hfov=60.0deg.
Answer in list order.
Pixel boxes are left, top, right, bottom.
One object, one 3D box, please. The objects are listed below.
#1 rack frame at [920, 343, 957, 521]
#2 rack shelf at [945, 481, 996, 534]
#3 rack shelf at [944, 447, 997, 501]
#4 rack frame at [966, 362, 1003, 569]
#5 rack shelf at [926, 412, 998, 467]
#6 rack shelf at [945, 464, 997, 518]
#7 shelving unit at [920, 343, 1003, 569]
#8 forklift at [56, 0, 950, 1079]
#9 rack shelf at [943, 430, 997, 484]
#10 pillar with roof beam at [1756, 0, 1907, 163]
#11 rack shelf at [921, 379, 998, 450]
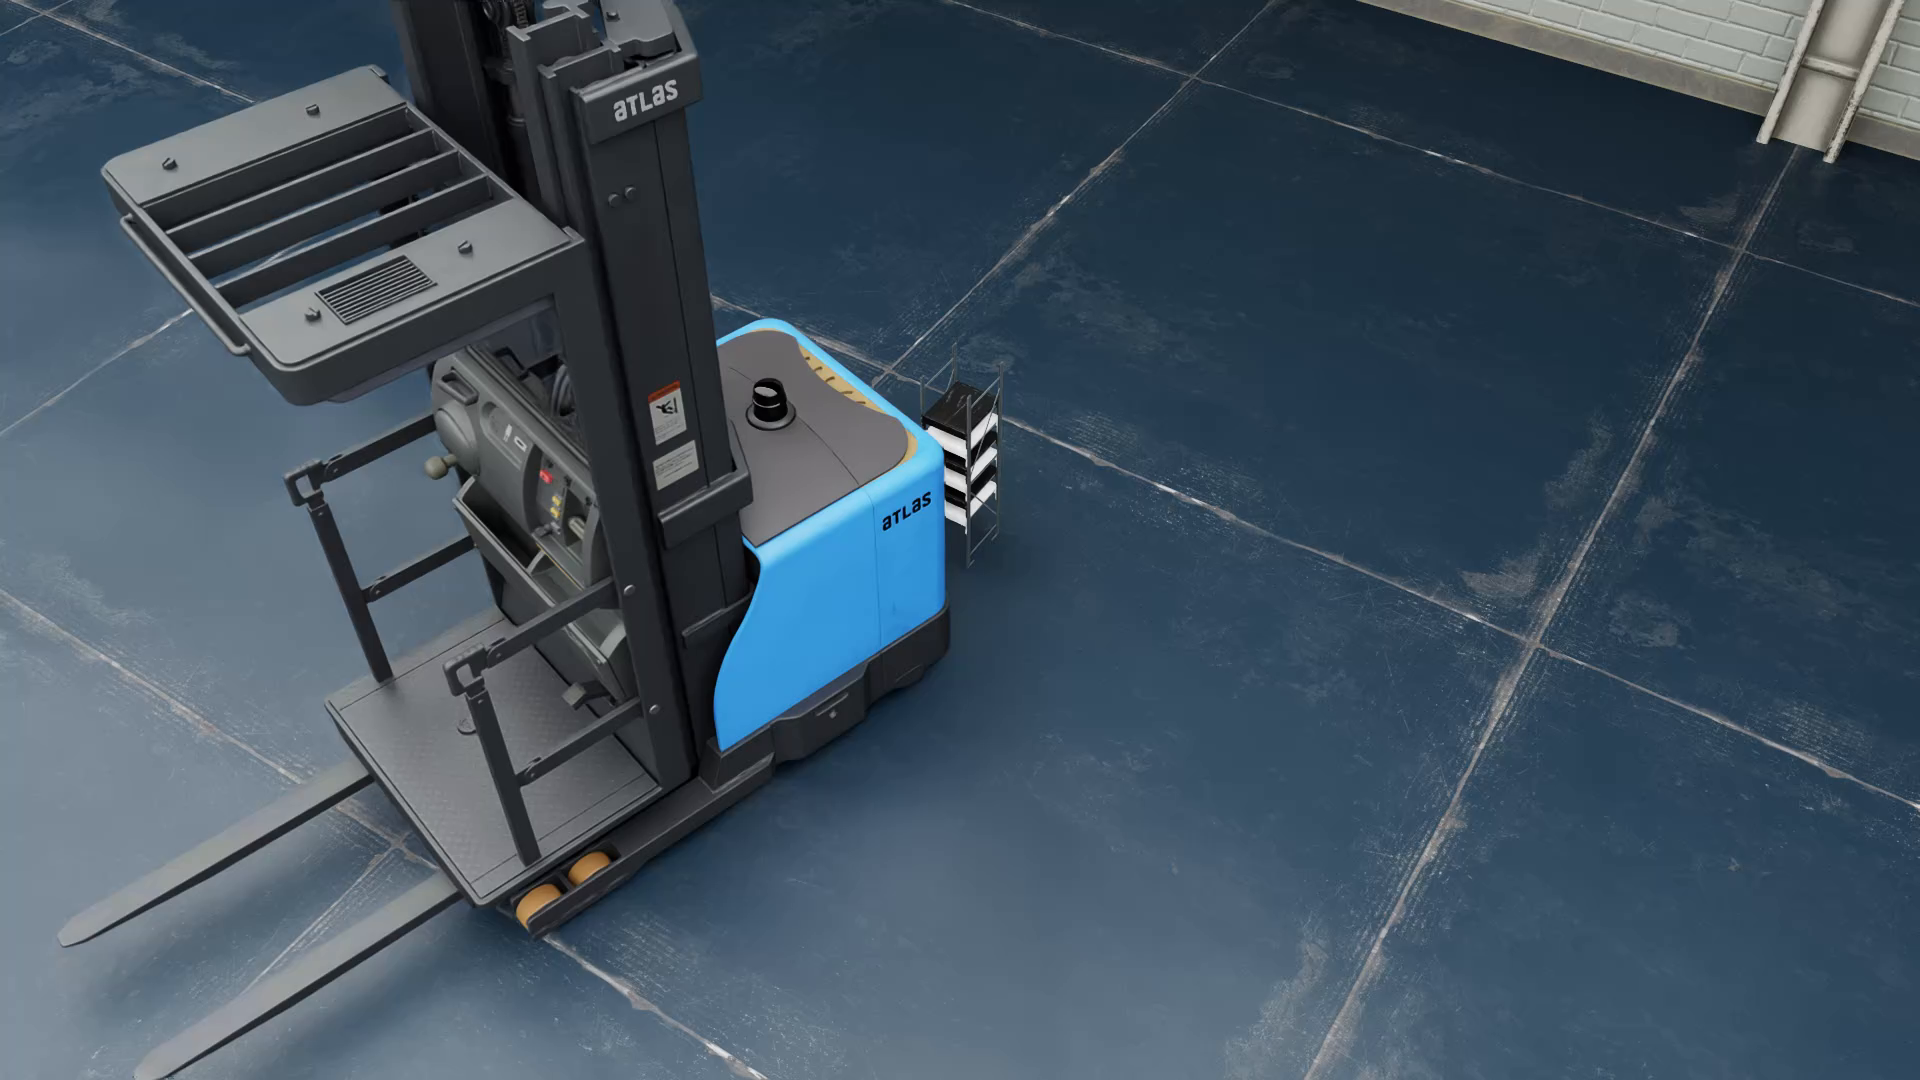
[{"bbox_3d":[-0.079,-0.350,6.462,0.006,0.900,0.240,25,51,22],"label":"rack frame"},{"bbox_3d":[0.007,-0.162,6.577,0.200,0.077,0.258,25,51,22],"label":"rack shelf"},{"bbox_3d":[0.007,-0.287,6.448,0.200,0.077,0.258,25,51,22],"label":"rack shelf"},{"bbox_3d":[0.092,-0.271,6.386,0.006,0.900,0.240,25,51,22],"label":"rack frame"},{"bbox_3d":[0.007,-0.413,6.319,0.200,0.077,0.258,25,51,22],"label":"rack shelf"},{"bbox_3d":[0.007,-0.225,6.513,0.200,0.077,0.258,25,51,22],"label":"rack shelf"},{"bbox_3d":[0.007,-0.310,6.424,0.210,0.900,0.258,25,51,22],"label":"shelving unit"},{"bbox_3d":[-1.482,-0.153,4.855,3.031,2.935,1.130,-32,54,-27],"label":"forklift"},{"bbox_3d":[0.007,-0.350,6.384,0.200,0.077,0.258,25,51,22],"label":"rack shelf"},{"bbox_3d":[2.138,-2.665,3.065,0.400,9.000,9.100,25,51,22],"label":"pillar with roof beam"},{"bbox_3d":[0.007,-0.475,6.254,0.200,0.077,0.258,25,51,22],"label":"rack shelf"}]
